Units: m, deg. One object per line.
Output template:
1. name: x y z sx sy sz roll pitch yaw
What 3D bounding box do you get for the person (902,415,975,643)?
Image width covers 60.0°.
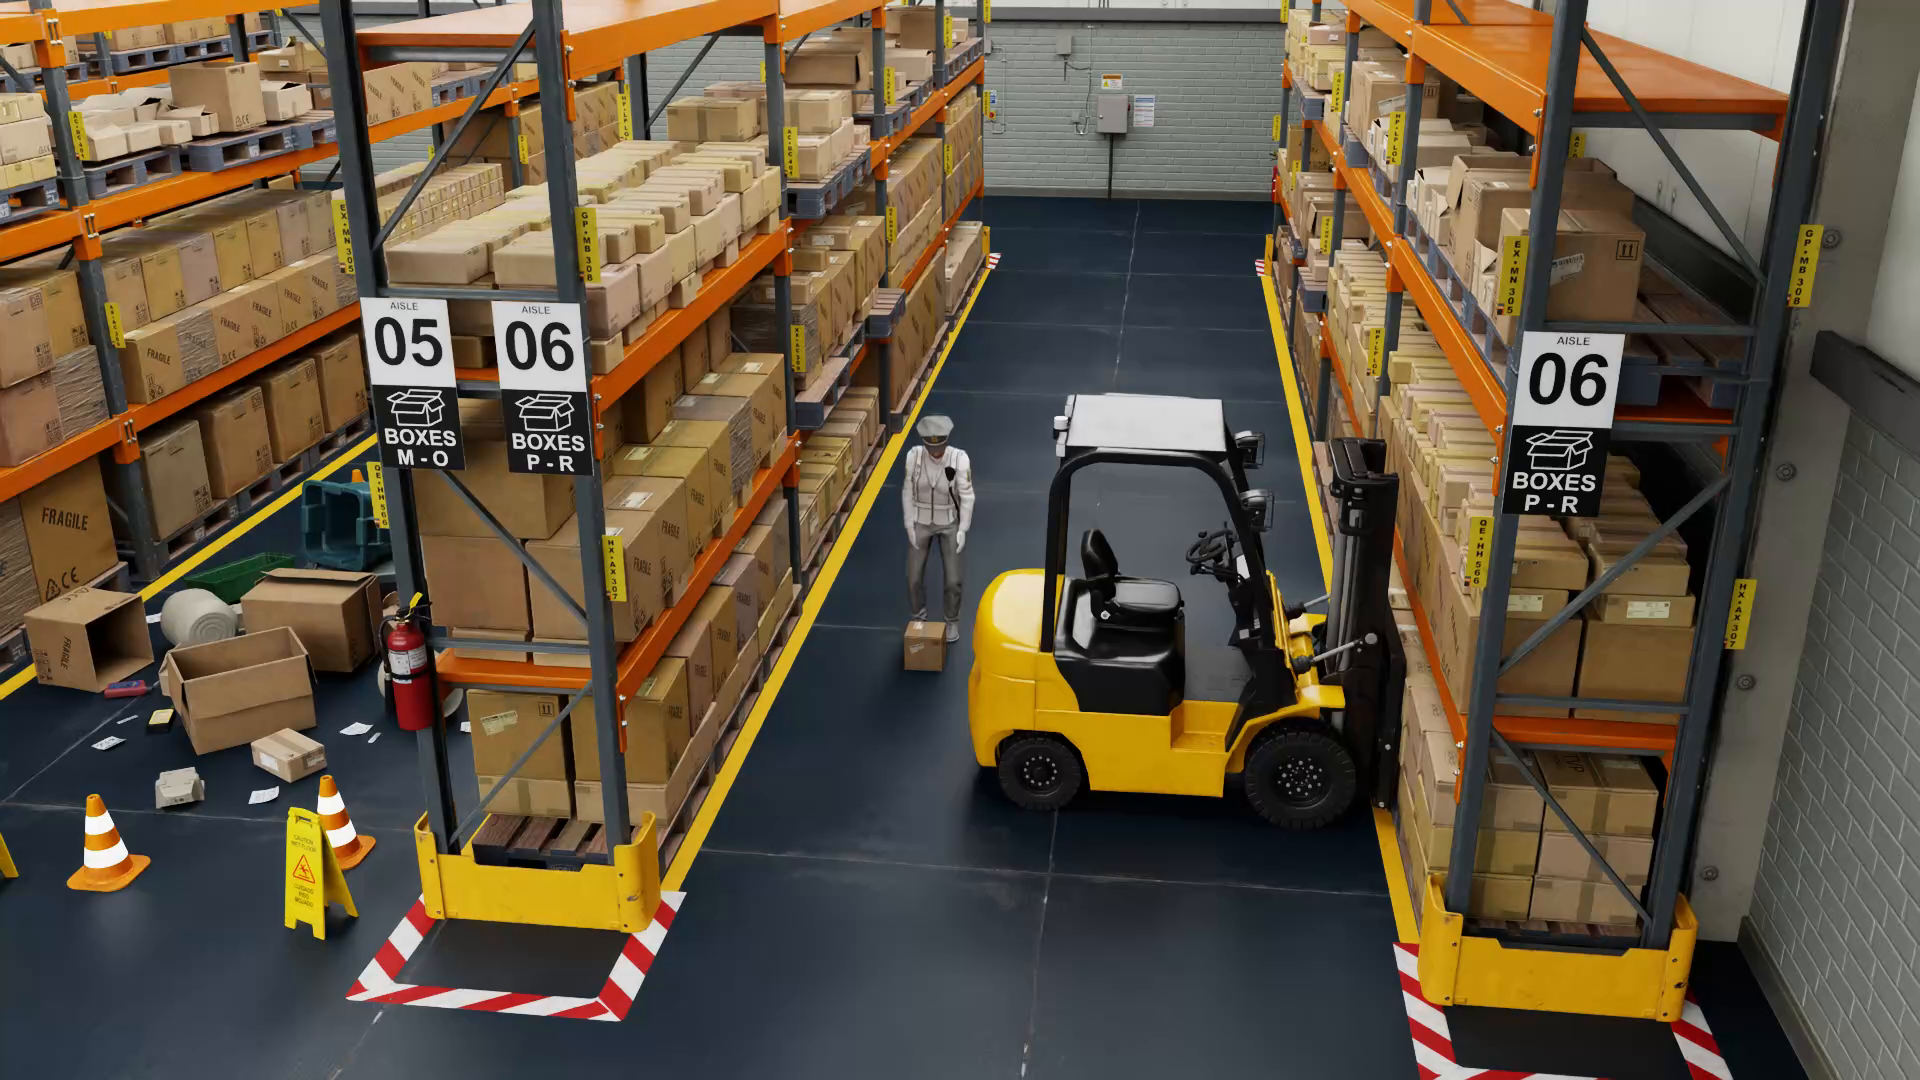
1. person: -0.151 -0.080 11.372 0.504 1.616 0.465 3 22 8
